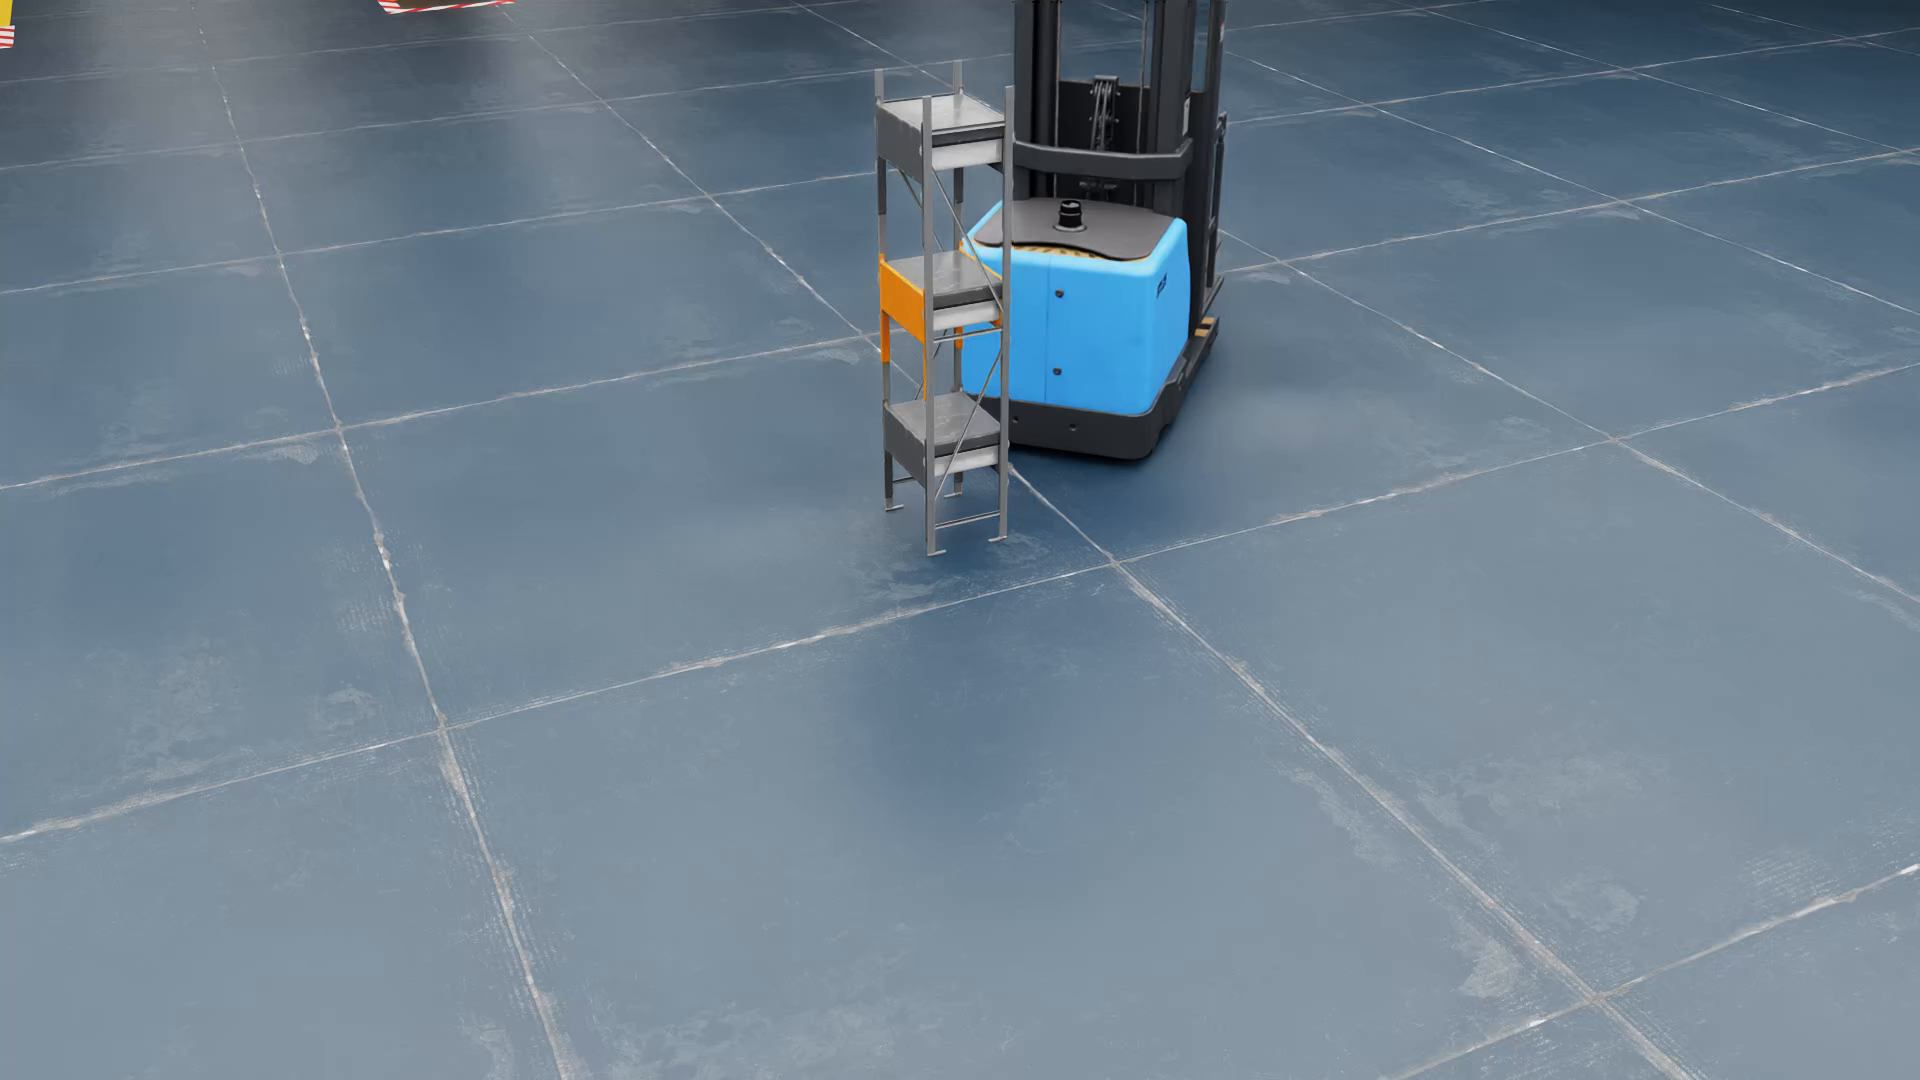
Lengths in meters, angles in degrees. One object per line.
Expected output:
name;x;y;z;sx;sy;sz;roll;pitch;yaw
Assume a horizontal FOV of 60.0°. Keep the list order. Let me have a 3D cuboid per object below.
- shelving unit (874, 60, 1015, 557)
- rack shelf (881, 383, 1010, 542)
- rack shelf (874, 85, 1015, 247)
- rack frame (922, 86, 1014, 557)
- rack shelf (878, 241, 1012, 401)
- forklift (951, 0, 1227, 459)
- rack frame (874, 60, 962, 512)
shelving unit;-0.071;-0.989;7.367;0.431;2.100;0.503;-13;32;-22
rack shelf;-0.071;-0.367;7.716;0.431;0.518;0.480;-13;32;-22
rack shelf;-0.071;-1.588;7.031;0.431;0.518;0.480;-13;32;-22
rack frame;0.034;-0.881;7.175;0.400;2.100;0.015;-13;32;-22
rack shelf;-0.071;-0.977;7.374;0.431;0.518;0.480;-13;32;-22
forklift;0.895;-2.389;9.013;1.130;2.935;3.031;9;31;16
rack frame;-0.176;-1.097;7.559;0.400;2.100;0.015;-13;32;-22
